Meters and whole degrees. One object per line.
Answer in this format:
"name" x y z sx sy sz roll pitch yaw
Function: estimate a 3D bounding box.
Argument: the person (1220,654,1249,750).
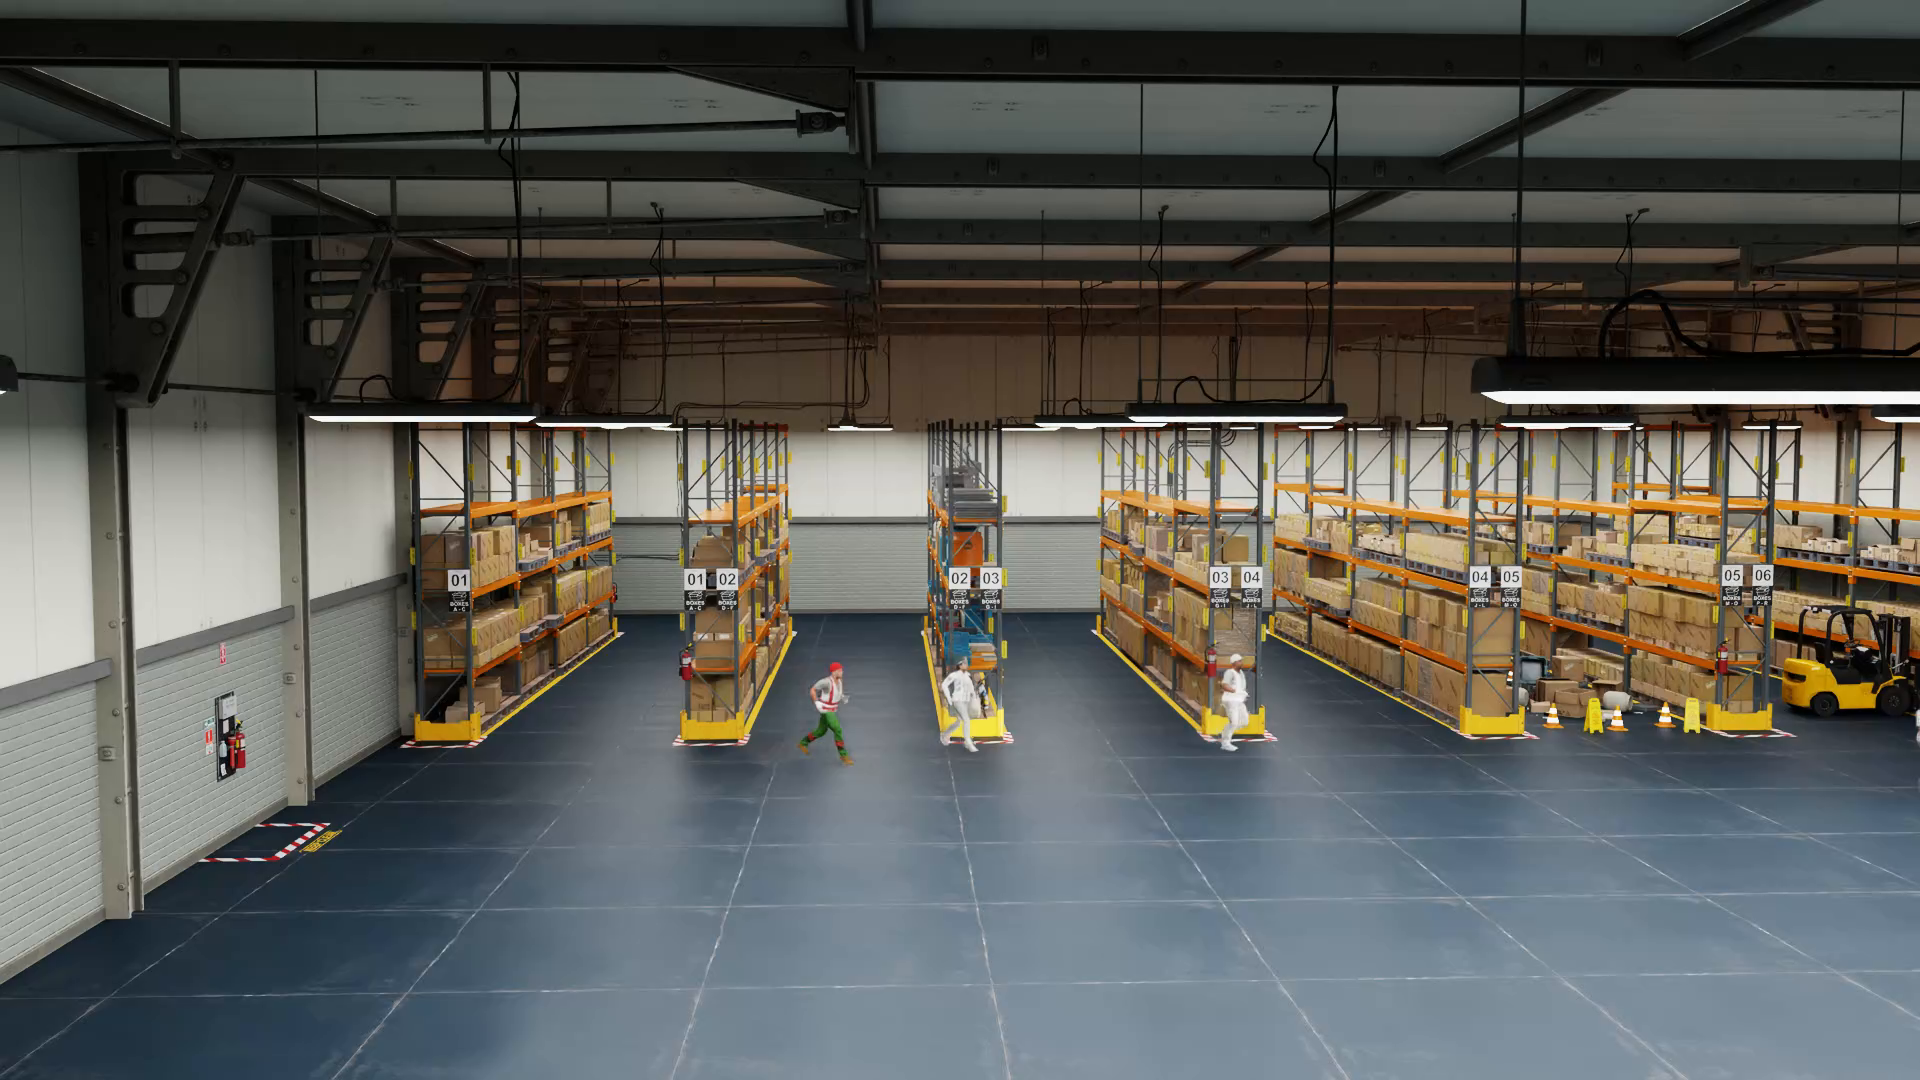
"person" 5.012 2.927 30.155 0.619 1.723 0.726 3 5 39

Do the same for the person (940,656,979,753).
"person" 0.047 2.949 30.127 0.887 1.688 0.616 3 5 39

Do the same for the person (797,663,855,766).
"person" -2.329 2.996 28.853 1.130 1.780 0.660 1 4 21
